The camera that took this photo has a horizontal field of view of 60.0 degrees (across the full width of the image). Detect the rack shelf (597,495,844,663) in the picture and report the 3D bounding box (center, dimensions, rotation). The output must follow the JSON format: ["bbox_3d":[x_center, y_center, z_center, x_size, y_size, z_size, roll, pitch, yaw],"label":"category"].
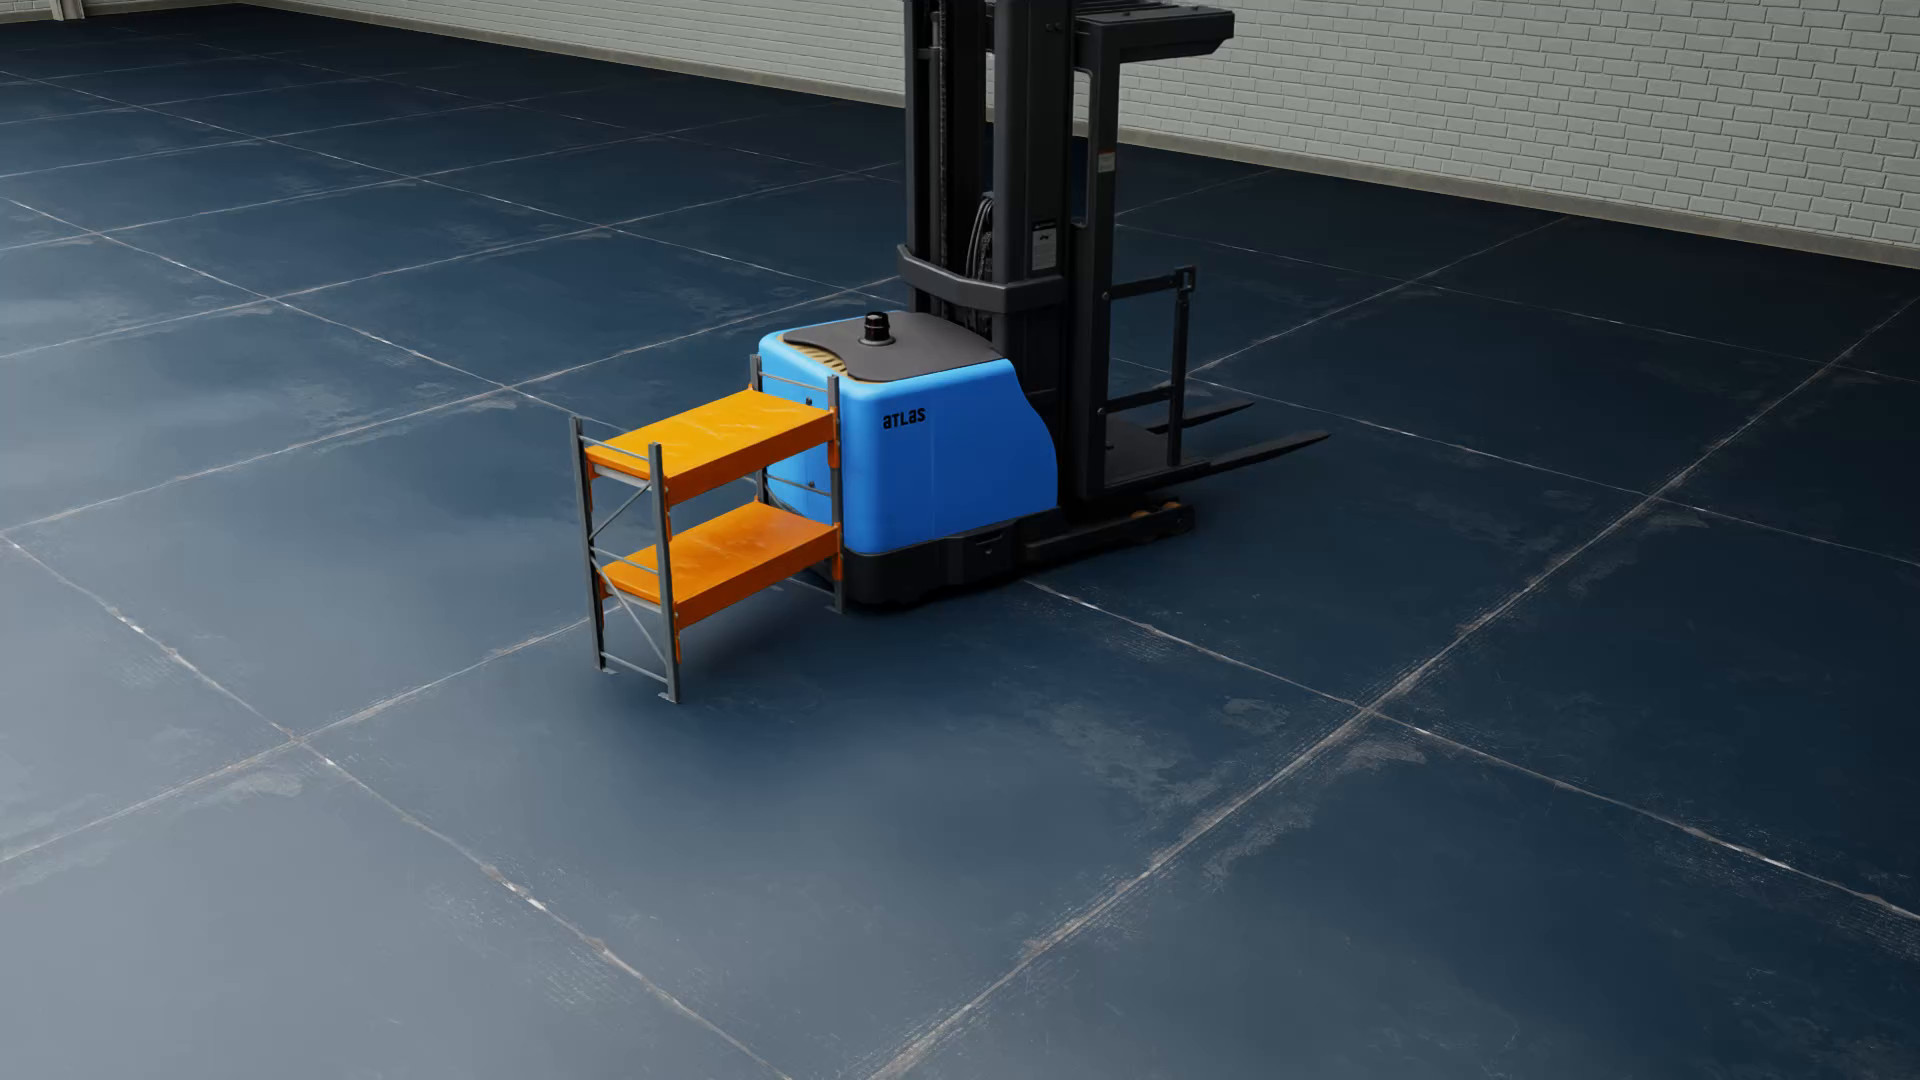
[{"bbox_3d":[-1.031,0.147,7.146,0.538,0.278,1.000,18,30,34],"label":"rack shelf"}]

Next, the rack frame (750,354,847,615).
[{"bbox_3d":[-0.719,-0.241,7.412,0.500,1.125,0.032,18,30,34],"label":"rack frame"}]

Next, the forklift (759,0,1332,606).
[{"bbox_3d":[0.560,-1.485,7.980,3.031,2.935,1.130,-15,28,-30],"label":"forklift"}]

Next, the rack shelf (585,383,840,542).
[{"bbox_3d":[-1.031,-0.344,6.926,0.538,0.278,1.000,18,30,34],"label":"rack shelf"}]

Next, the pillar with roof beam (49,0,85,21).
[{"bbox_3d":[-11.491,-11.531,22.969,9.100,9.000,0.400,20,31,38],"label":"pillar with roof beam"}]

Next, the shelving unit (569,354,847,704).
[{"bbox_3d":[-1.031,-0.077,7.046,0.538,1.125,1.048,18,30,34],"label":"shelving unit"}]

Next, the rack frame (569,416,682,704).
[{"bbox_3d":[-1.342,0.088,6.679,0.500,1.125,0.032,18,30,34],"label":"rack frame"}]
